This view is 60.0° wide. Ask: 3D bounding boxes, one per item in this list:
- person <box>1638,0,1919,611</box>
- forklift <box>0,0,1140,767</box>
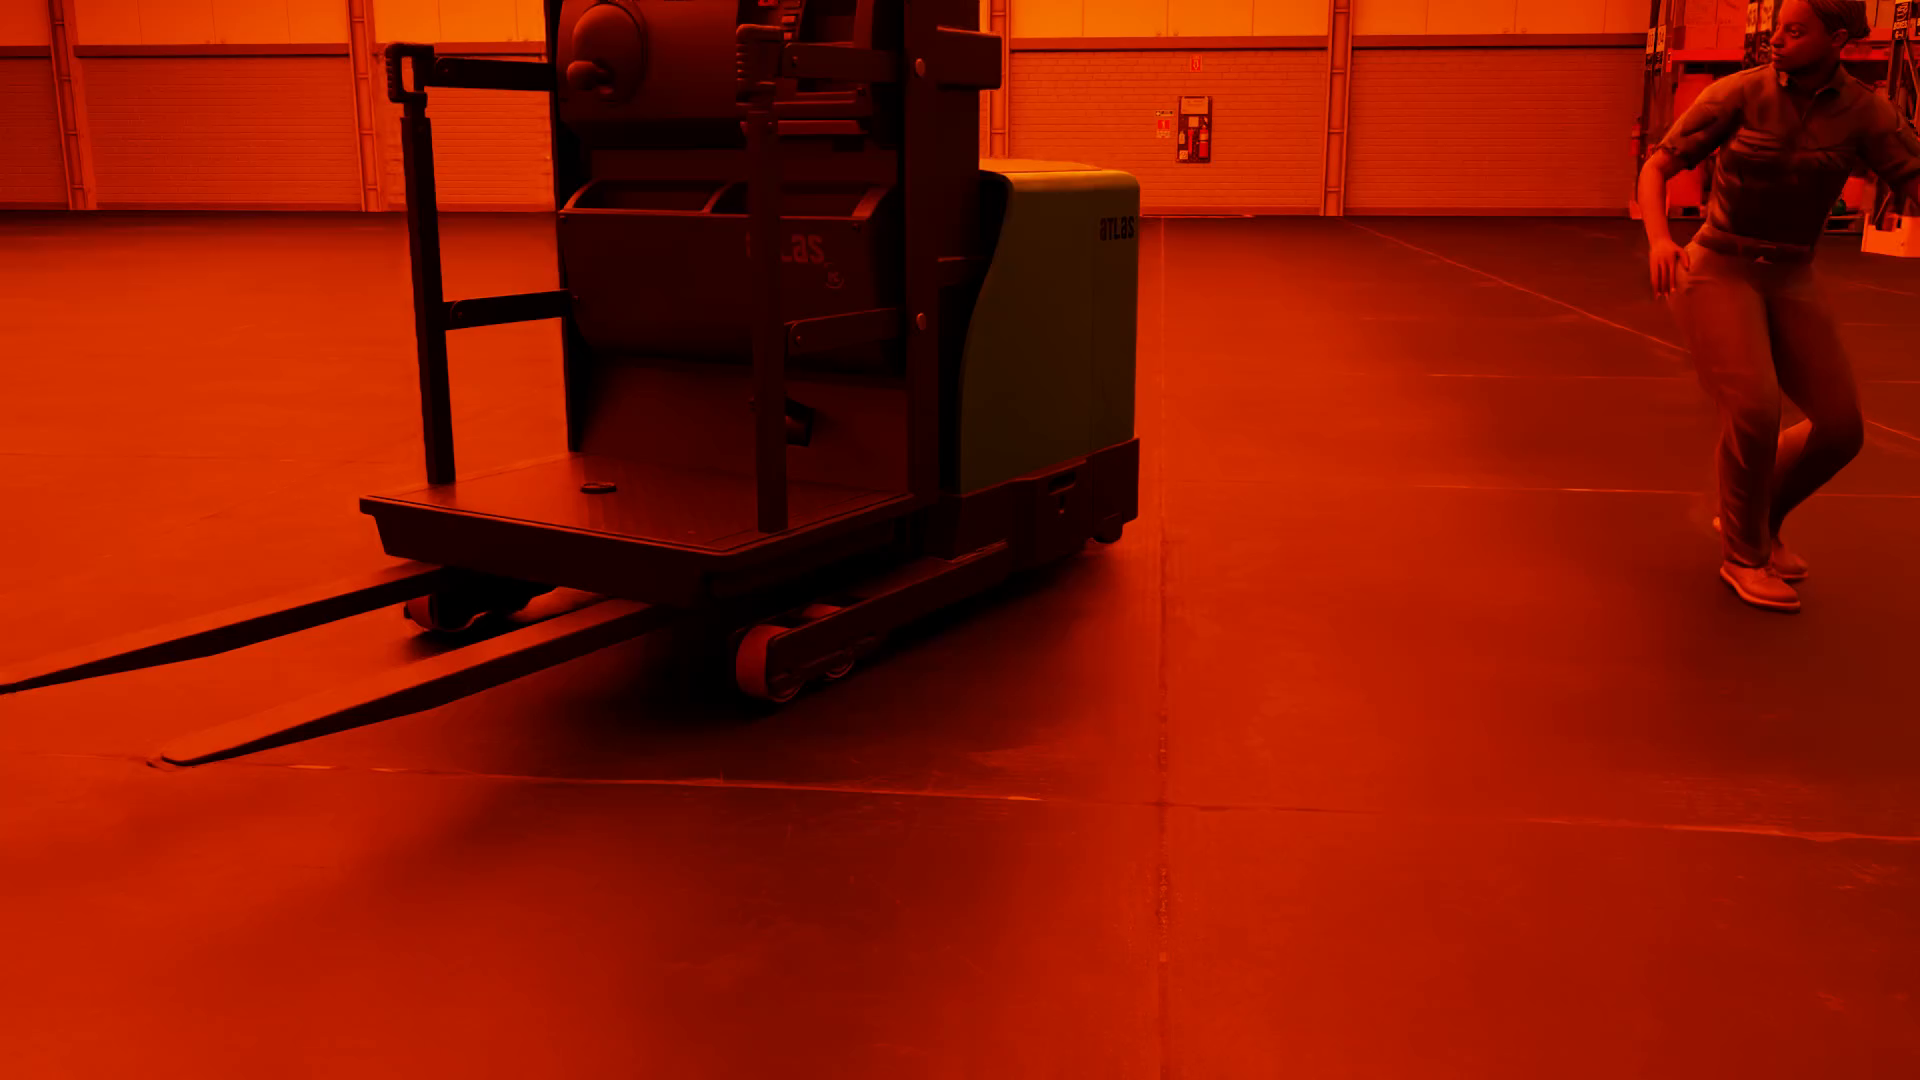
[{"bbox_3d":[2.072,-0.615,4.159,0.741,1.558,0.704,-1,13,-3],"label":"person"},{"bbox_3d":[-0.671,-1.205,3.663,1.130,2.935,3.031,8,15,31],"label":"forklift"}]
